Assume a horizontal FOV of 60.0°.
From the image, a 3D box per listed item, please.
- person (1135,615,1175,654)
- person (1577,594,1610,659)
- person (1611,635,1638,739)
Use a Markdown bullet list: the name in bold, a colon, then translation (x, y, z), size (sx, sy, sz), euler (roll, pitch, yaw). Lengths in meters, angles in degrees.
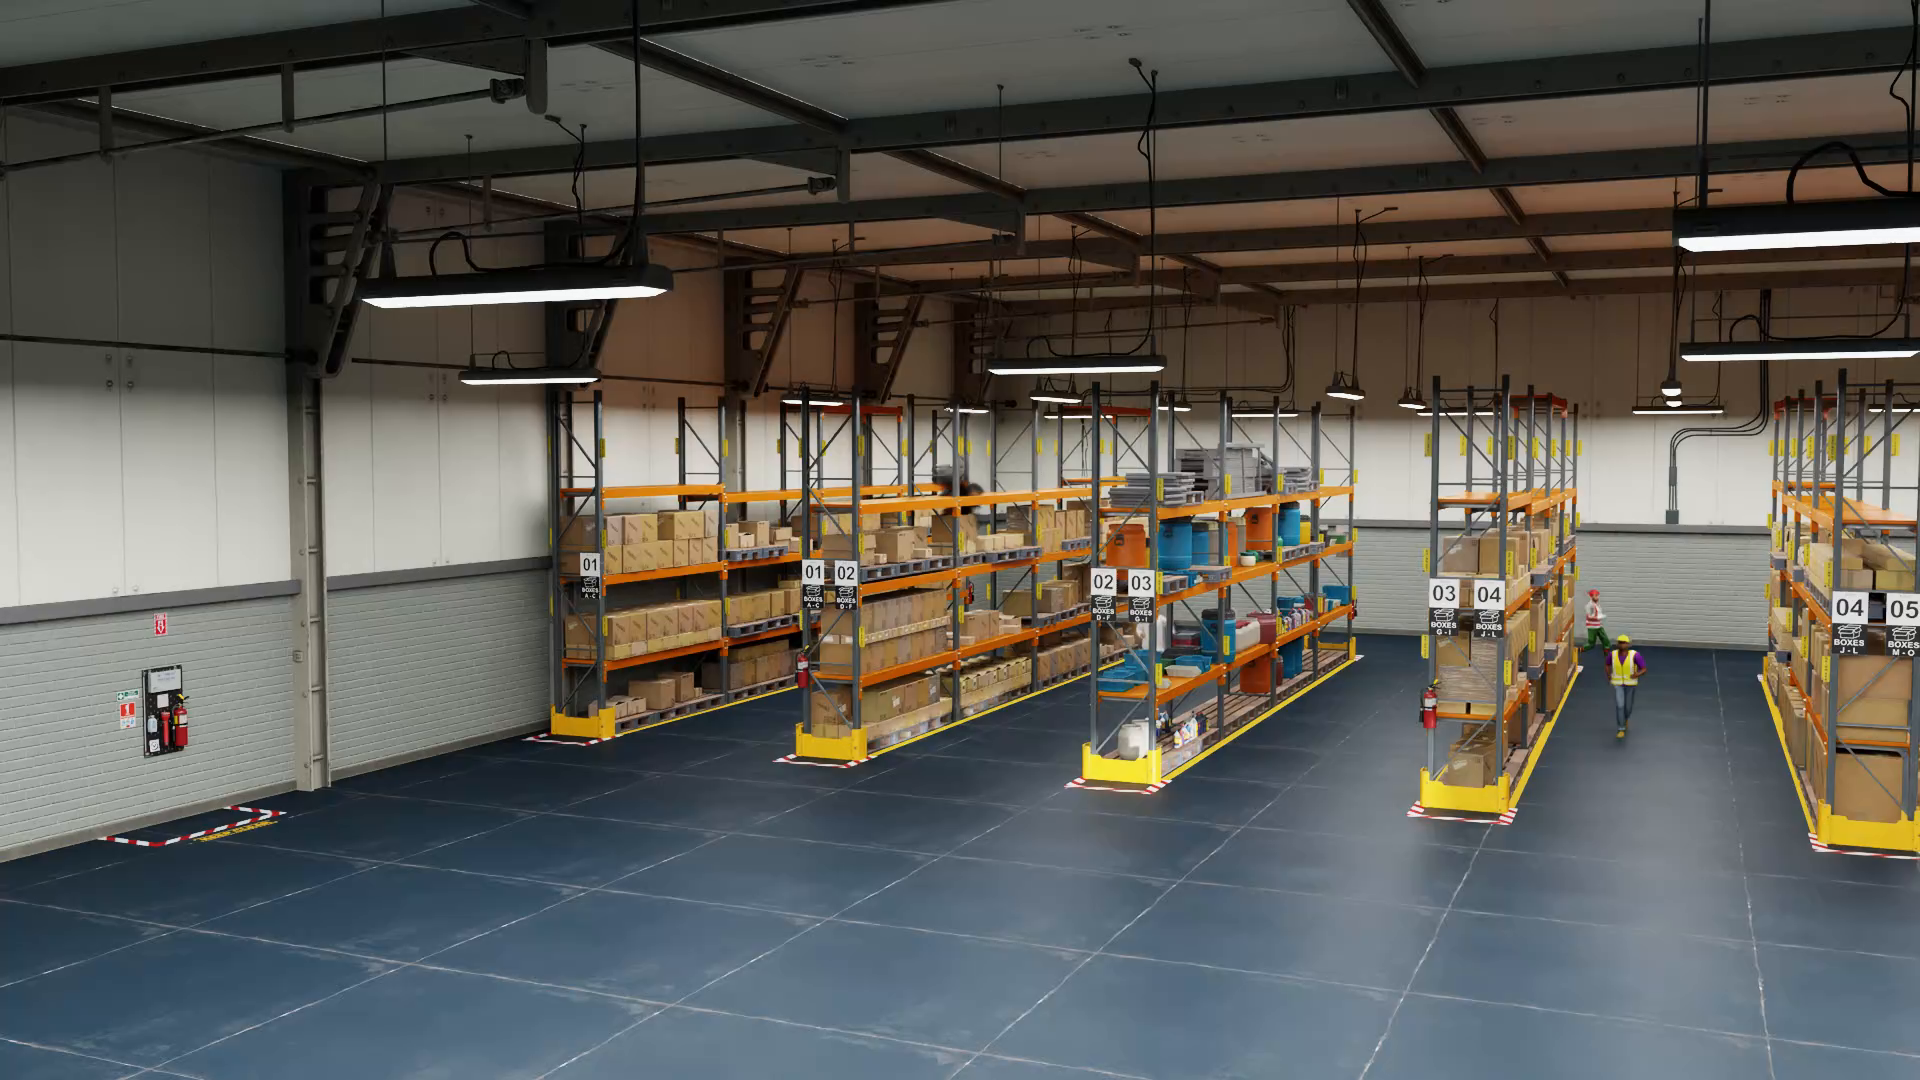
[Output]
- **person**: translation (3.704, 2.044, 31.993), size (0.706, 1.674, 0.694), euler (2, 4, 27)
- **person**: translation (14.522, 1.985, 38.191), size (0.819, 1.620, 0.679), euler (3, 4, 44)
- **person**: translation (11.561, 2.532, 28.937), size (0.434, 1.767, 0.852), euler (1, 3, 25)
